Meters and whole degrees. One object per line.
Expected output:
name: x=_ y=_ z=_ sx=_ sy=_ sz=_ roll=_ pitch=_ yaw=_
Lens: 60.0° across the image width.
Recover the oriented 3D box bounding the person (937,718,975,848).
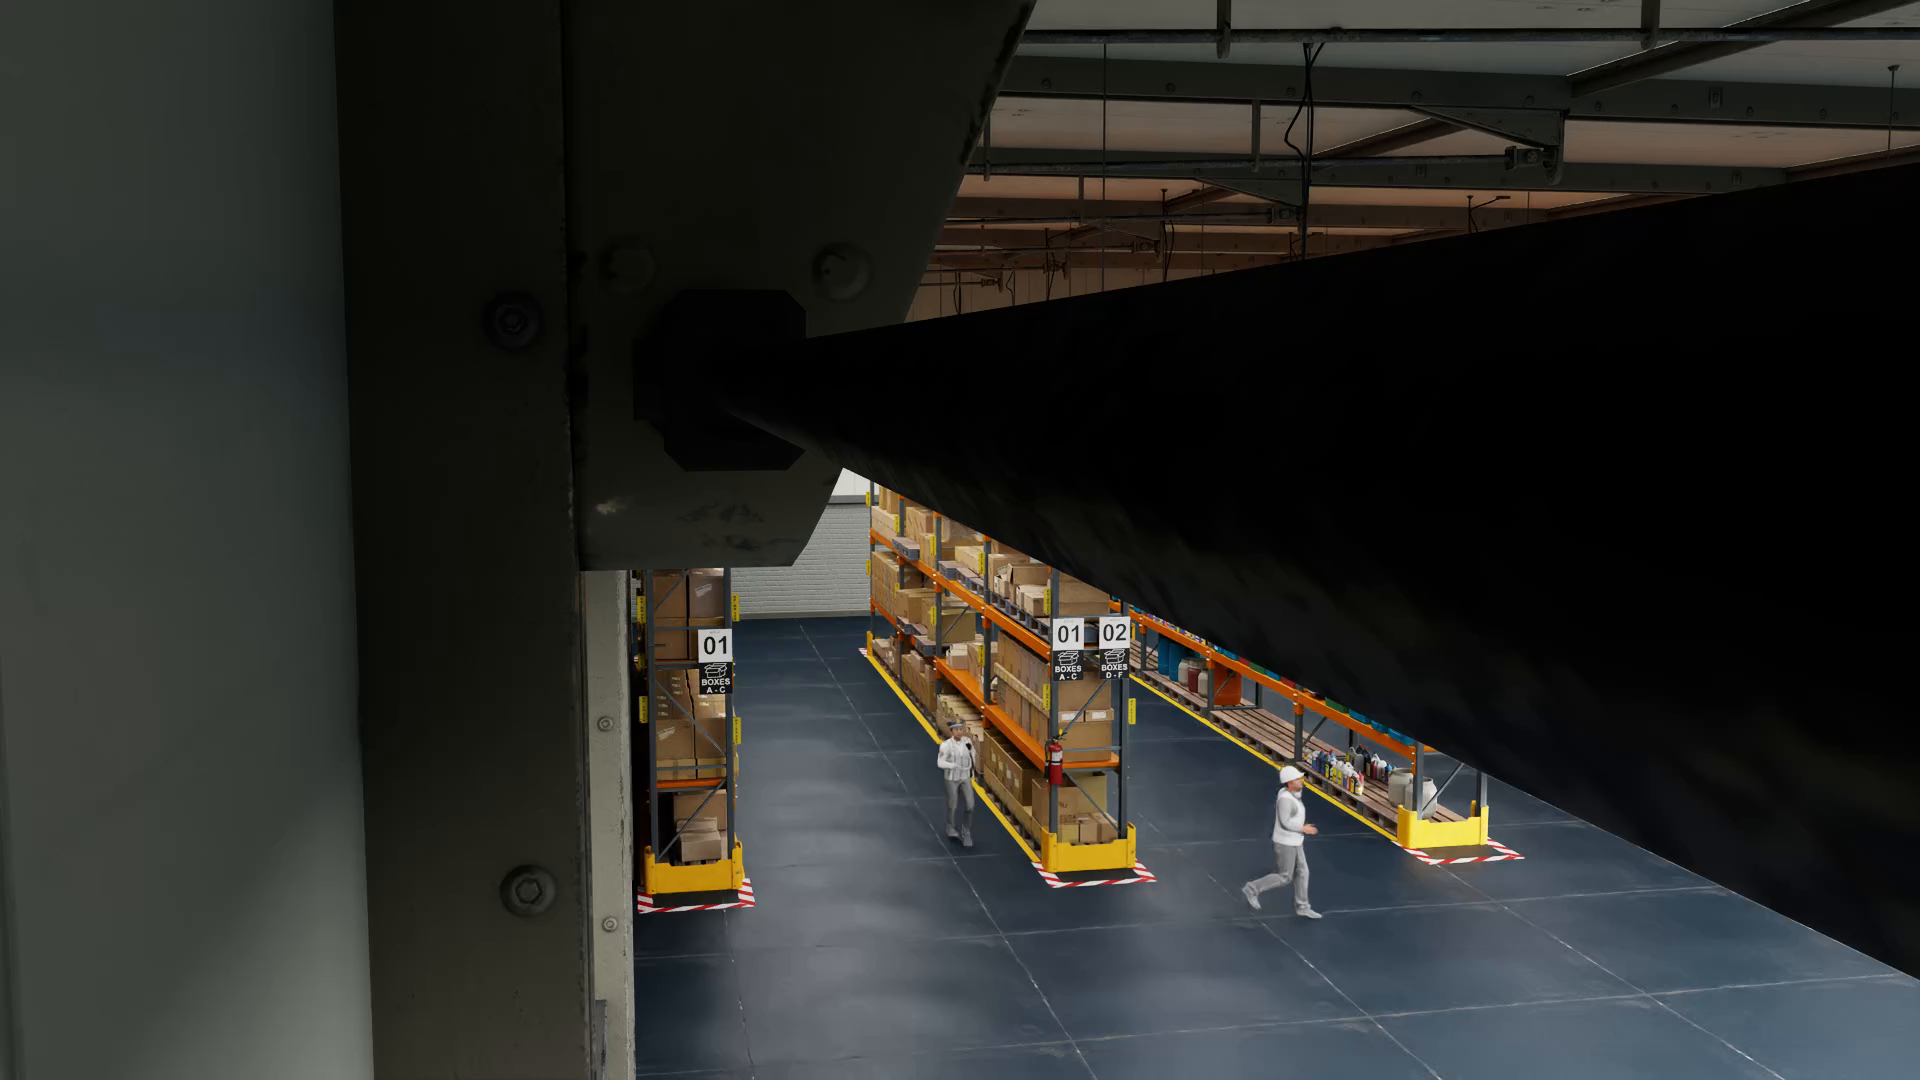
person: x=-0.022 y=3.207 z=22.019 sx=0.590 sy=1.735 sz=0.726 roll=-2 pitch=6 yaw=-16

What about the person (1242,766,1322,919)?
person: x=3.727 y=3.468 z=19.132 sx=0.904 sy=1.777 sz=0.670 roll=2 pitch=6 yaw=16
